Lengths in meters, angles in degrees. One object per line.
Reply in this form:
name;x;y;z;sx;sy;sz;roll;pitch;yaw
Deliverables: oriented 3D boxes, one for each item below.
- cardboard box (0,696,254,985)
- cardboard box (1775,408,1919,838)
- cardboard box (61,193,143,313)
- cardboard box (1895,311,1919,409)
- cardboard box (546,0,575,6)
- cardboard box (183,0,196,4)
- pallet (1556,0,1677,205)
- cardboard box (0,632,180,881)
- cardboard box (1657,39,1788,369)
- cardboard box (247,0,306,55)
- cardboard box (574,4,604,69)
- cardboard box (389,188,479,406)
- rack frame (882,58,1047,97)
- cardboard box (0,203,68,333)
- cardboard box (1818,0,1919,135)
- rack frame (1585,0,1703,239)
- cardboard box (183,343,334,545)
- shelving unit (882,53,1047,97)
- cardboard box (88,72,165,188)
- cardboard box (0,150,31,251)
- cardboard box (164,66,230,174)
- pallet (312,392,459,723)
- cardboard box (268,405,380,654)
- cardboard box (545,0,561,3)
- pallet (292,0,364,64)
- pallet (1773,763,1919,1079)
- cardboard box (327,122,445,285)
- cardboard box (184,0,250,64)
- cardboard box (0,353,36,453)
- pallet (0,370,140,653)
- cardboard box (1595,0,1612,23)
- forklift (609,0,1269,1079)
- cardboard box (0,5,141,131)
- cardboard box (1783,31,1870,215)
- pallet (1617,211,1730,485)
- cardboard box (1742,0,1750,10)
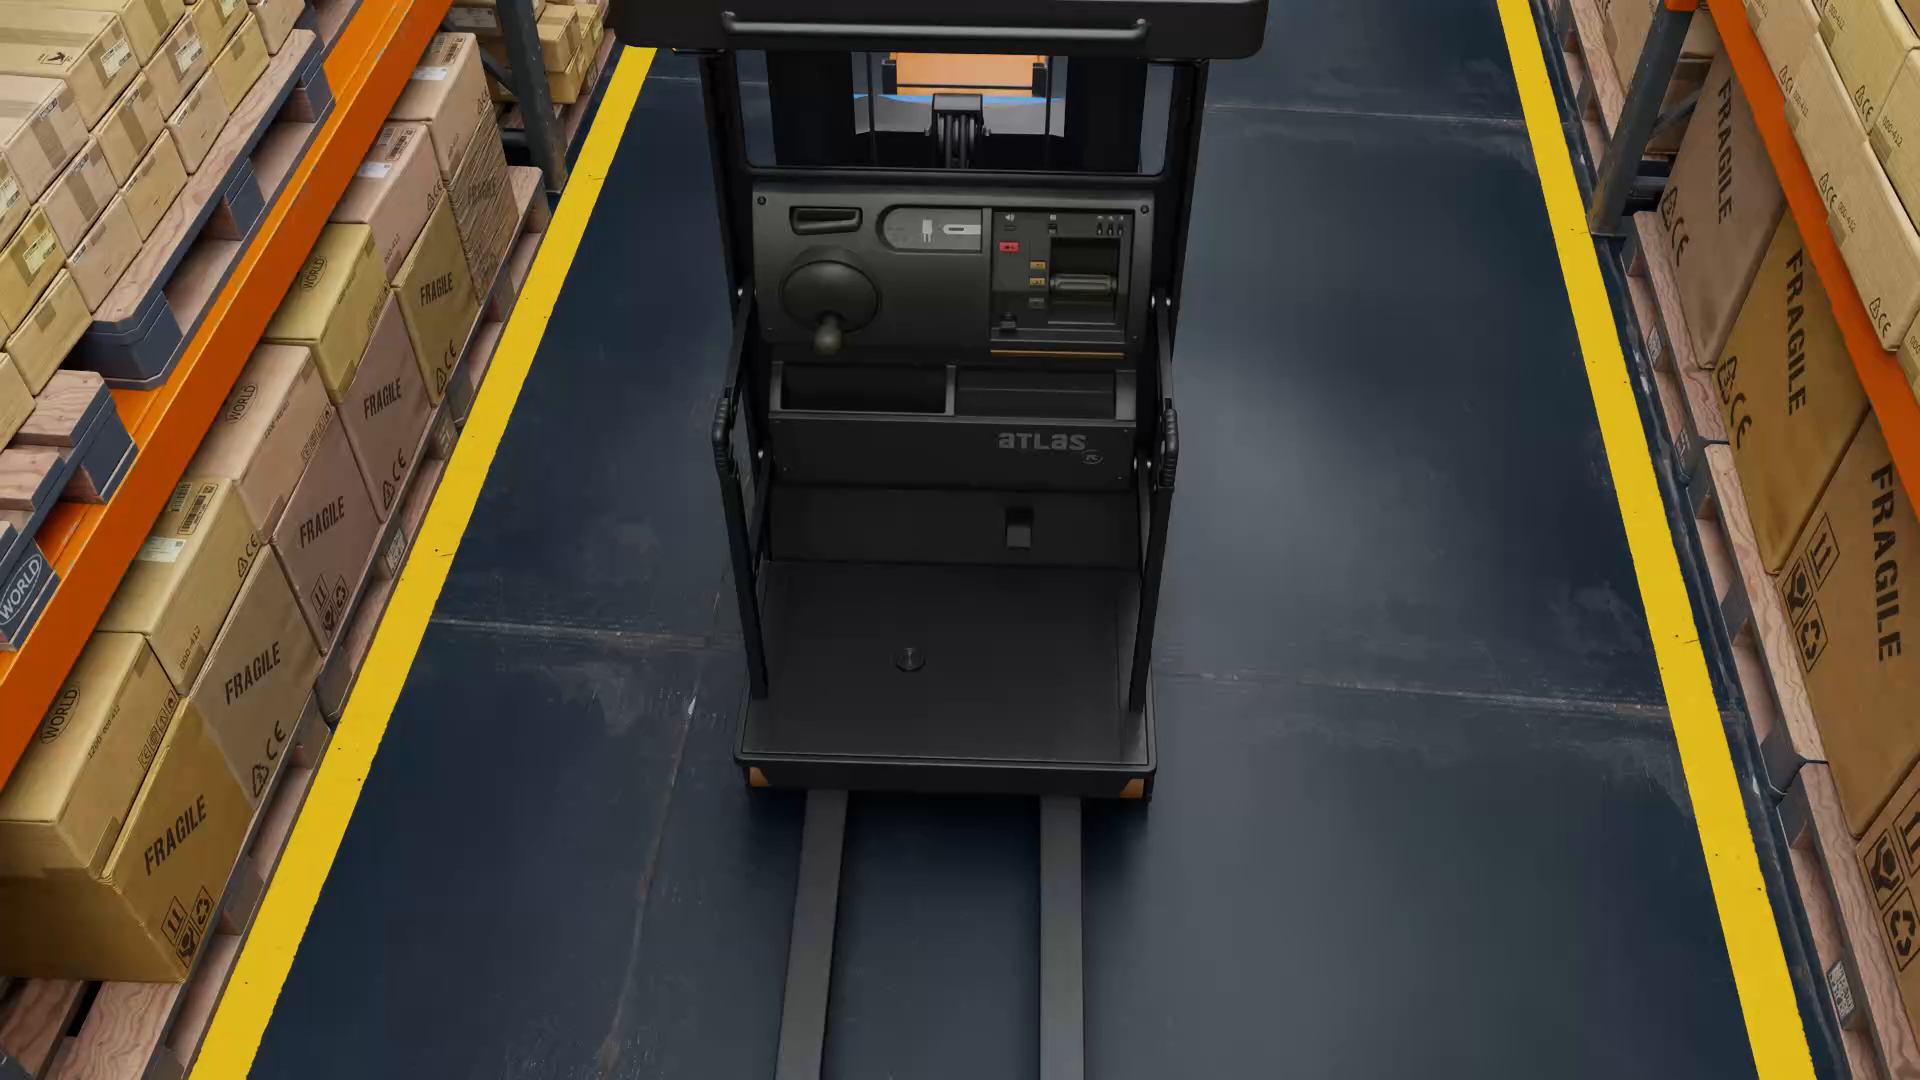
cardboard box;-2.093;0.708;3.979;0.500;0.500;0.500;2;48;2
cardboard box;2.759;0.185;4.203;0.875;0.875;0.875;4;48;4
cardboard box;-2.076;-0.653;3.700;0.380;0.149;0.250;5;48;5
cardboard box;2.408;-0.317;3.609;0.500;0.250;0.500;3;48;3
cardboard box;-1.761;-2.148;6.627;0.380;0.149;0.250;4;48;4
cardboard box;-2.008;-1.423;4.001;0.380;0.149;0.250;2;48;2
pallet;3.039;-1.785;6.739;1.003;0.211;1.213;4;48;4
cardboard box;-2.107;0.467;3.691;0.500;0.250;0.500;2;48;2
cardboard box;2.915;-1.136;5.411;0.875;0.875;0.875;5;48;5
cardboard box;-1.976;-1.420;4.401;0.380;0.149;0.250;2;48;2
cardboard box;-1.669;-2.052;6.741;0.380;0.149;0.250;5;48;5
cardboard box;-1.910;-0.791;5.350;0.500;0.500;0.500;3;48;3
rack frame;0.013;-1.072;5.468;0.500;1.125;0.032;2;48;2
cardboard box;-2.101;-0.572;3.424;0.380;0.149;0.250;4;48;4
cardboard box;2.479;-1.232;4.107;0.500;0.250;0.500;4;48;4
rack frame;2.892;-2.172;5.204;1.000;3.000;0.127;4;48;4
cardboard box;-2.003;-0.268;4.364;0.500;0.250;0.500;4;48;4
shelving unit;0.033;-1.447;5.811;0.538;1.125;1.048;2;48;2
cardboard box;-2.051;-0.937;3.758;0.380;0.149;0.250;3;48;3
cardboard box;-2.103;-0.648;3.292;0.380;0.149;0.250;2;48;2
cardboard box;-2.025;-1.029;4.044;0.380;0.149;0.250;2;48;2
pallet;-2.225;-0.019;5.124;1.003;0.211;1.213;4;48;4
cardboard box;-2.008;-0.039;4.663;0.500;0.500;0.500;3;48;3
cardboard box;-1.725;-2.249;6.518;0.380;0.149;0.250;6;48;5
pallet;-2.261;-1.814;5.007;1.003;0.211;1.213;4;48;4
pallet;2.674;1.134;4.070;1.003;0.211;1.213;4;48;4
cardboard box;-1.923;-1.041;5.070;0.500;0.250;0.500;6;48;5
cardboard box;-2.003;-1.314;4.103;0.380;0.149;0.250;4;48;4
cardboard box;-2.121;-0.259;3.340;0.380;0.149;0.250;6;48;5
pallet;-2.452;0.042;3.308;1.213;0.211;1.003;4;48;4
cardboard box;3.137;-2.561;7.012;0.875;0.438;0.875;3;48;2
forklift;-0.023;-0.525;3.744;1.130;2.935;3.031;2;48;1
cardboard box;-2.058;-1.042;3.652;0.380;0.149;0.250;5;48;5
cardboard box;2.481;-1.060;4.288;0.500;0.250;0.500;4;48;3
pallet;2.897;-0.659;5.710;1.003;0.211;1.213;4;48;4
cardboard box;2.589;-1.816;4.980;0.500;0.250;0.500;3;48;3
